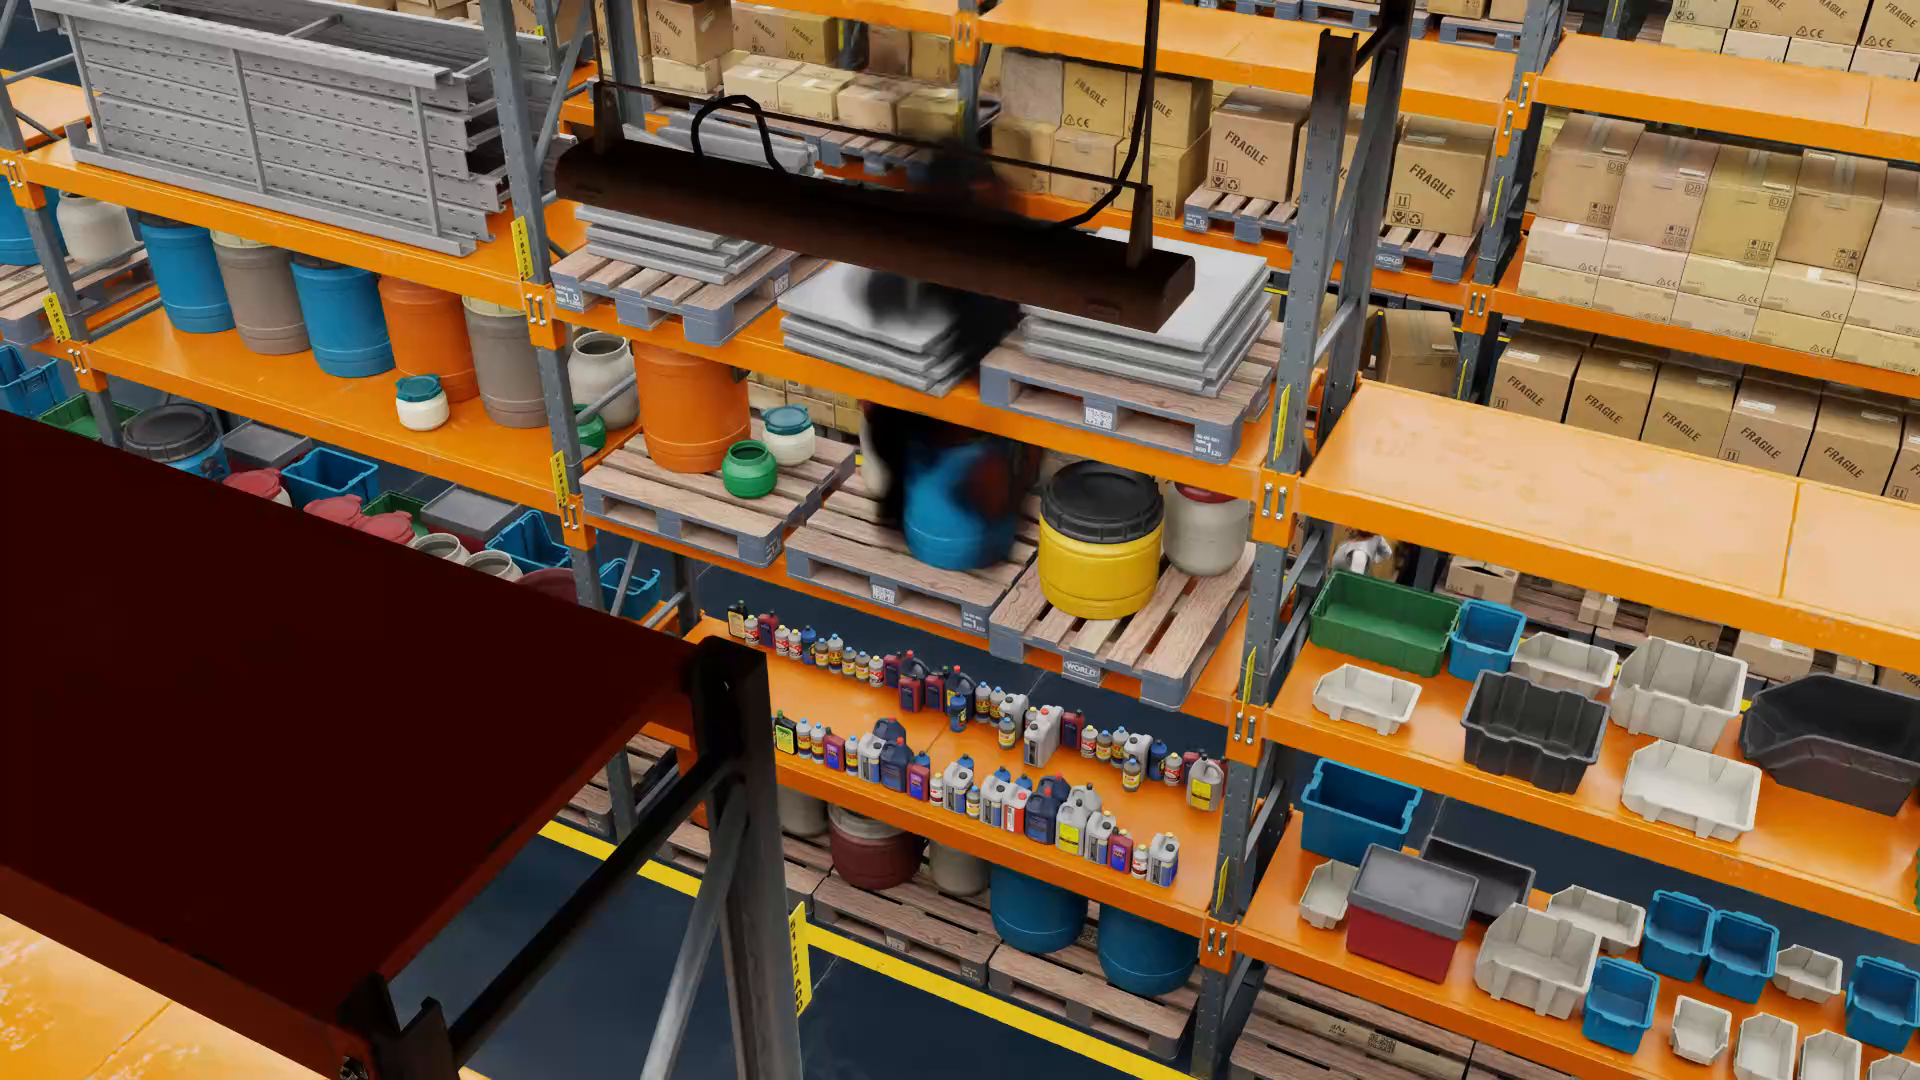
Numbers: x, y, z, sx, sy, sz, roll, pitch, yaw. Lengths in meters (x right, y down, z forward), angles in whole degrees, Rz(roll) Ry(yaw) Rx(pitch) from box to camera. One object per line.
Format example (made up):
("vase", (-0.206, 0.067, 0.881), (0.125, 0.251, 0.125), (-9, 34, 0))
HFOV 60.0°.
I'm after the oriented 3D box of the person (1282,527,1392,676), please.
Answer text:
("person", (2.665, 0.428, 11.389), (0.759, 1.570, 0.547), (13, 37, 17))
